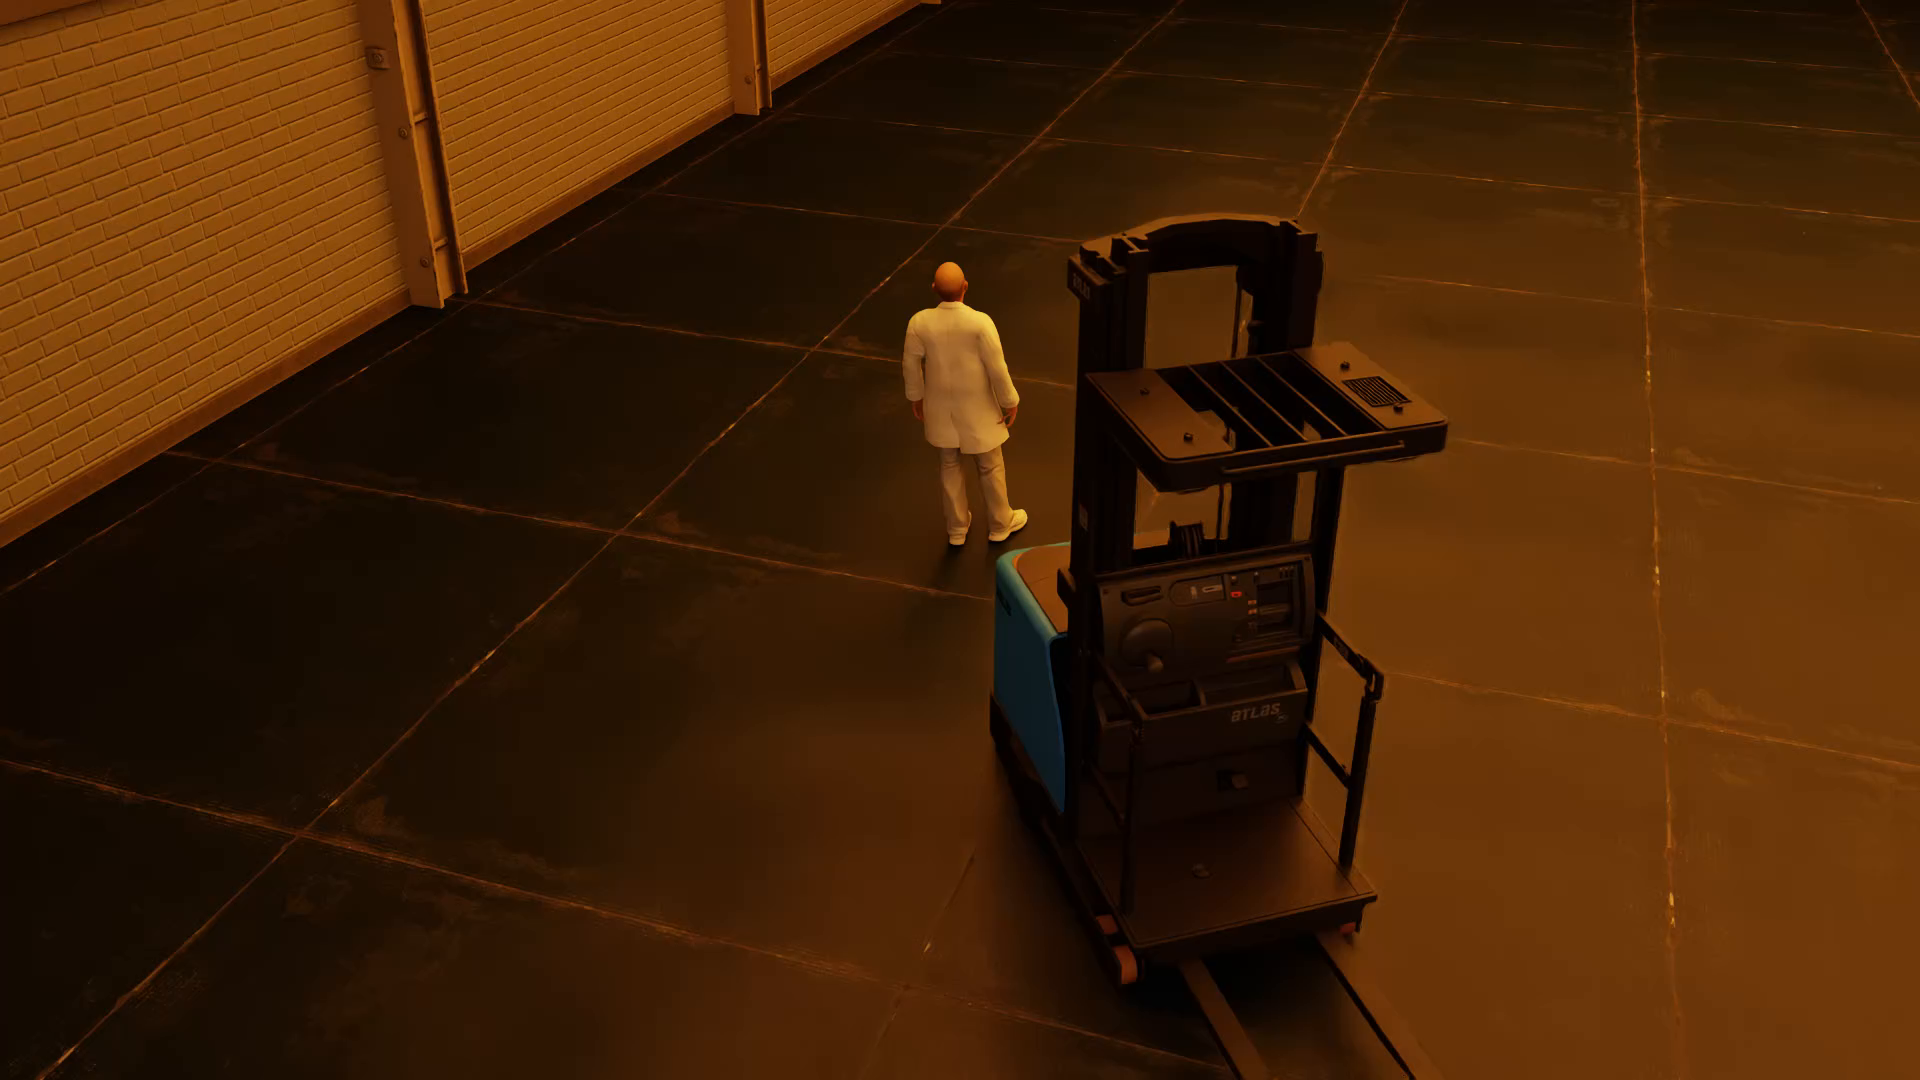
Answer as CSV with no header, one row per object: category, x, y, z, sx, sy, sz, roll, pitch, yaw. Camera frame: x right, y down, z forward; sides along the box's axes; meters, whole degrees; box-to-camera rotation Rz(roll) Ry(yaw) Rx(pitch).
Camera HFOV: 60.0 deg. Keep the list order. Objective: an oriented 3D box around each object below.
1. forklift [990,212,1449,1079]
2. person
forklift,1.066,0.344,6.534,1.130,2.935,3.031,-9,31,-15
person,0.034,-0.820,9.725,0.694,1.775,0.581,10,31,16
